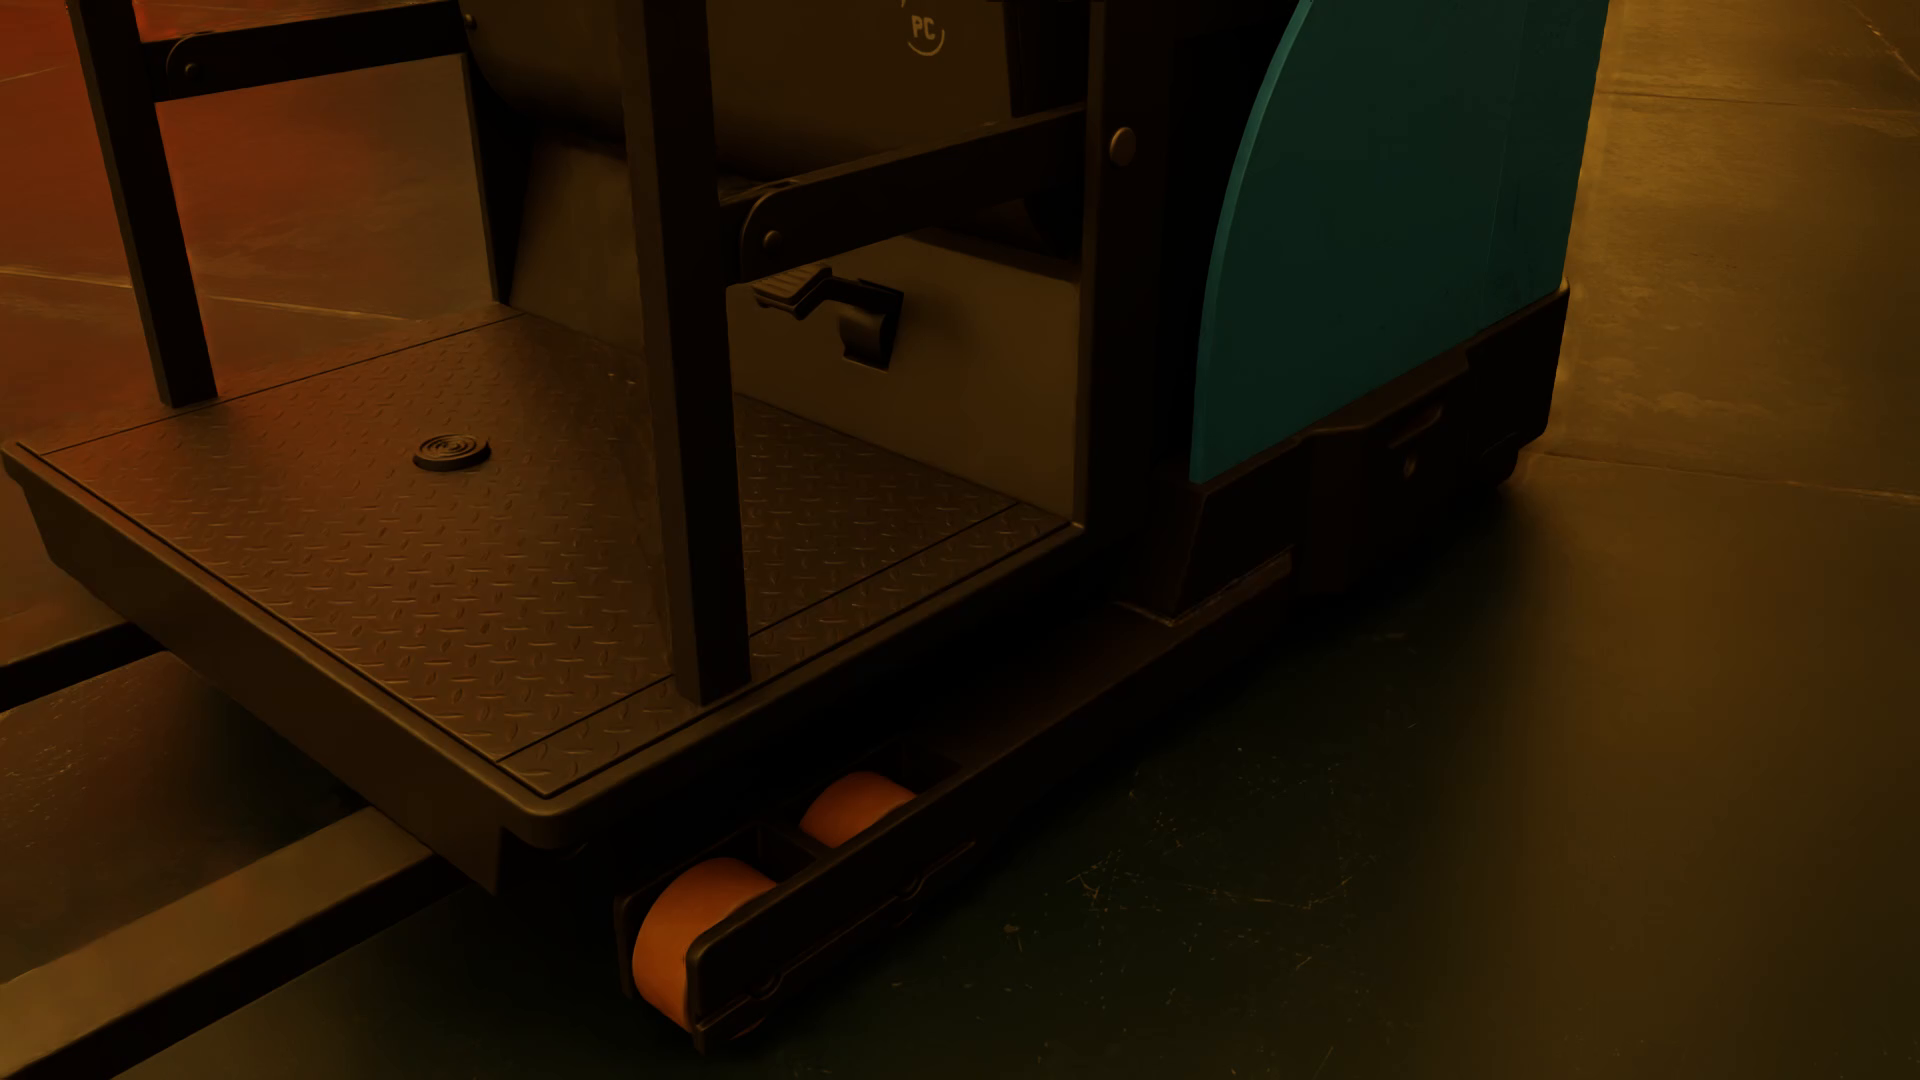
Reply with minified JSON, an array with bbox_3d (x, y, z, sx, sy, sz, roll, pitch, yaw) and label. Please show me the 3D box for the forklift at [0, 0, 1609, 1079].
[{"bbox_3d":[-0.404,-1.095,1.421,1.130,2.935,3.031,22,35,37],"label":"forklift"}]
